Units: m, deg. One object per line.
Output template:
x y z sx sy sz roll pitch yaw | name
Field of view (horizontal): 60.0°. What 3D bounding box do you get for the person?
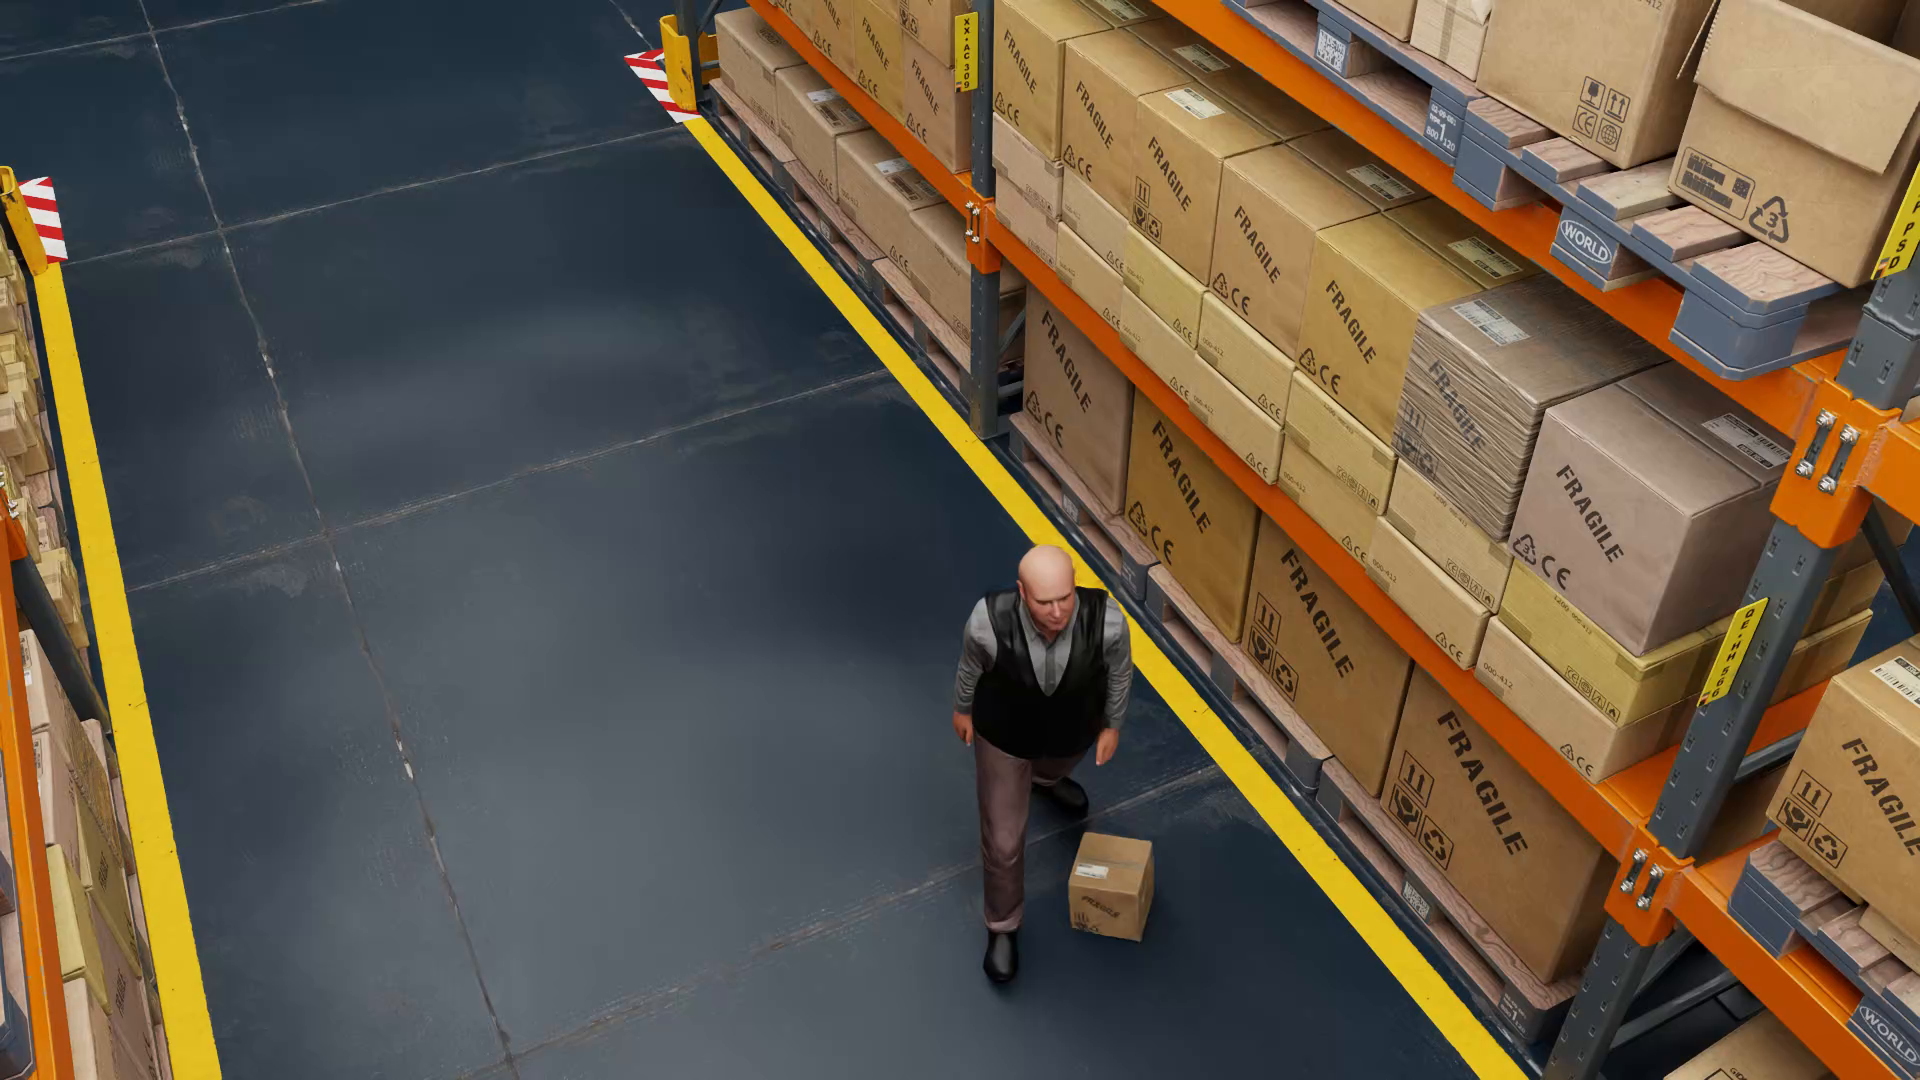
0.269 0.600 5.524 0.570 1.671 0.963 -5 41 -6 | person
